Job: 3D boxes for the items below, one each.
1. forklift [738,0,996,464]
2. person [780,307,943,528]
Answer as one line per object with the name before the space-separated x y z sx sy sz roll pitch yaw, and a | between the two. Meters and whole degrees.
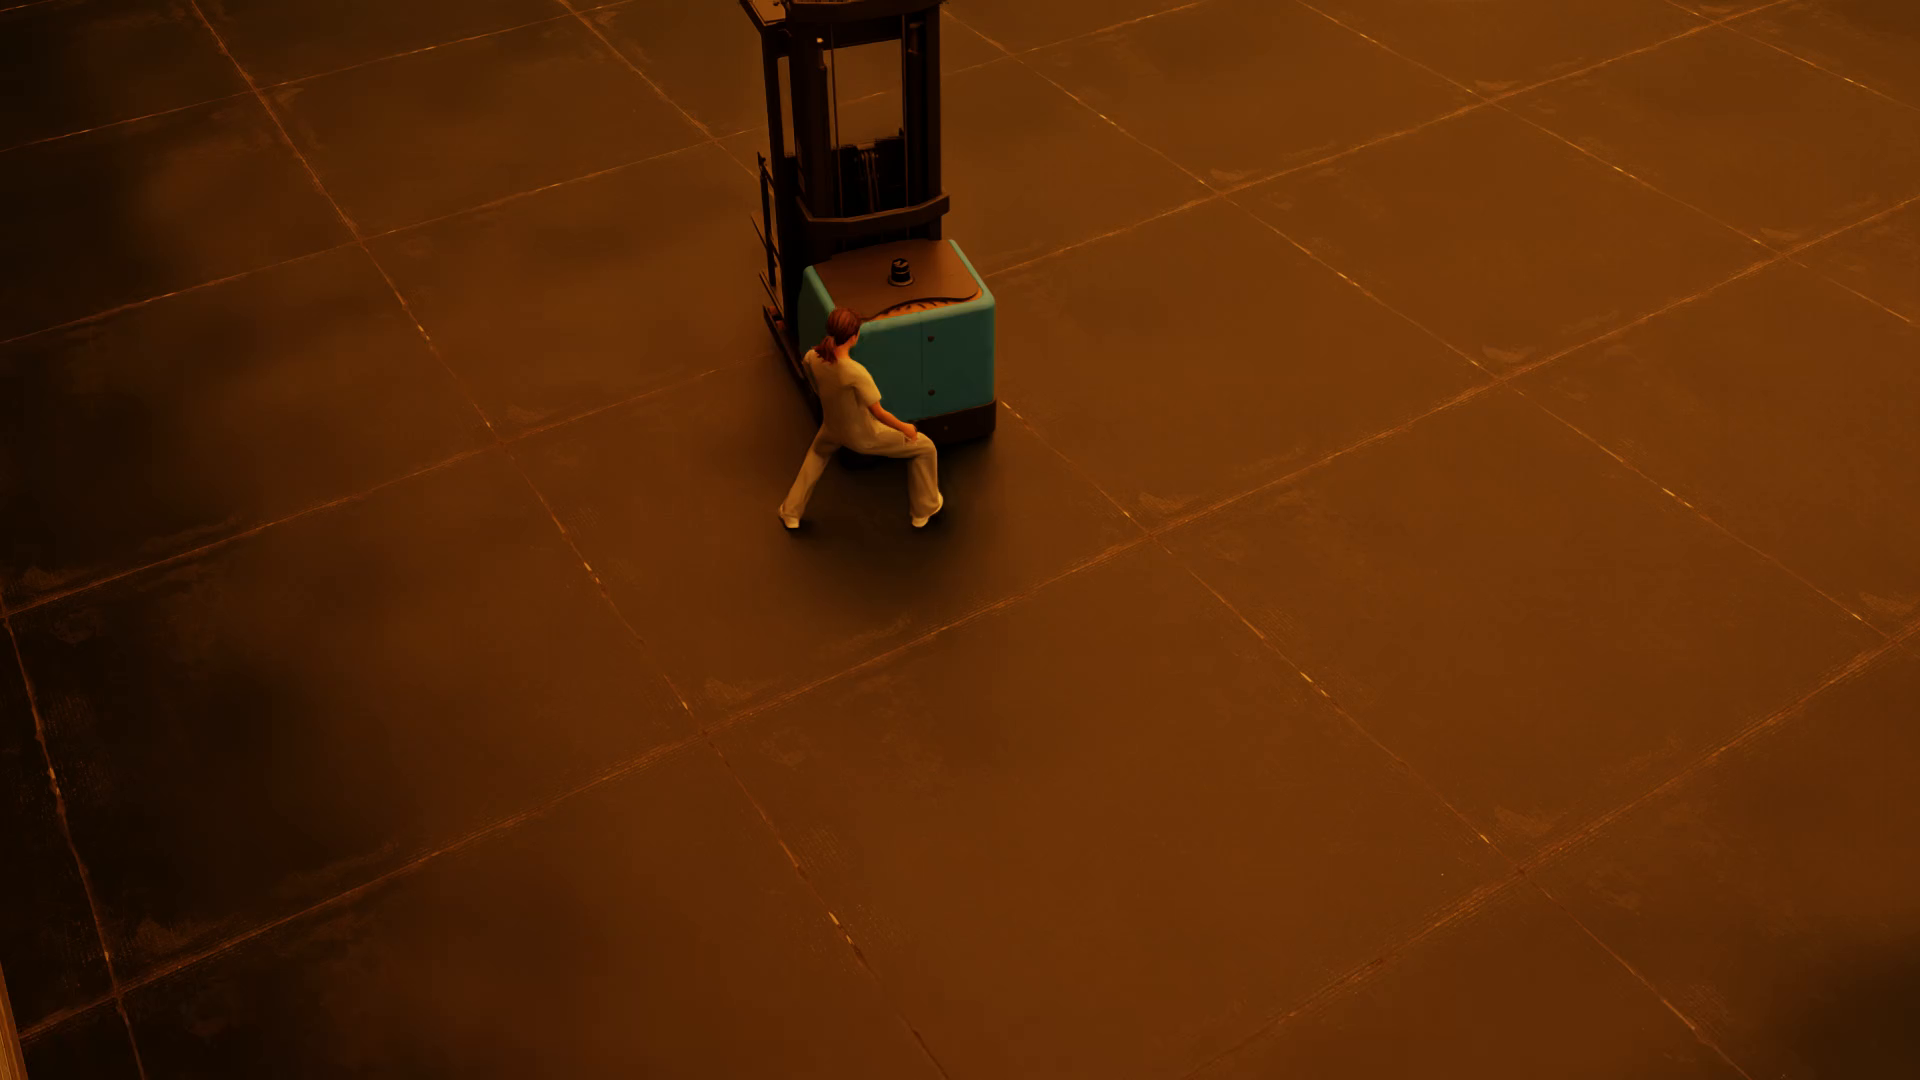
forklift | -0.750 -2.567 10.808 1.130 2.935 3.031 -14 43 -15
person | -0.625 -0.717 9.786 0.900 1.554 0.795 31 50 30
